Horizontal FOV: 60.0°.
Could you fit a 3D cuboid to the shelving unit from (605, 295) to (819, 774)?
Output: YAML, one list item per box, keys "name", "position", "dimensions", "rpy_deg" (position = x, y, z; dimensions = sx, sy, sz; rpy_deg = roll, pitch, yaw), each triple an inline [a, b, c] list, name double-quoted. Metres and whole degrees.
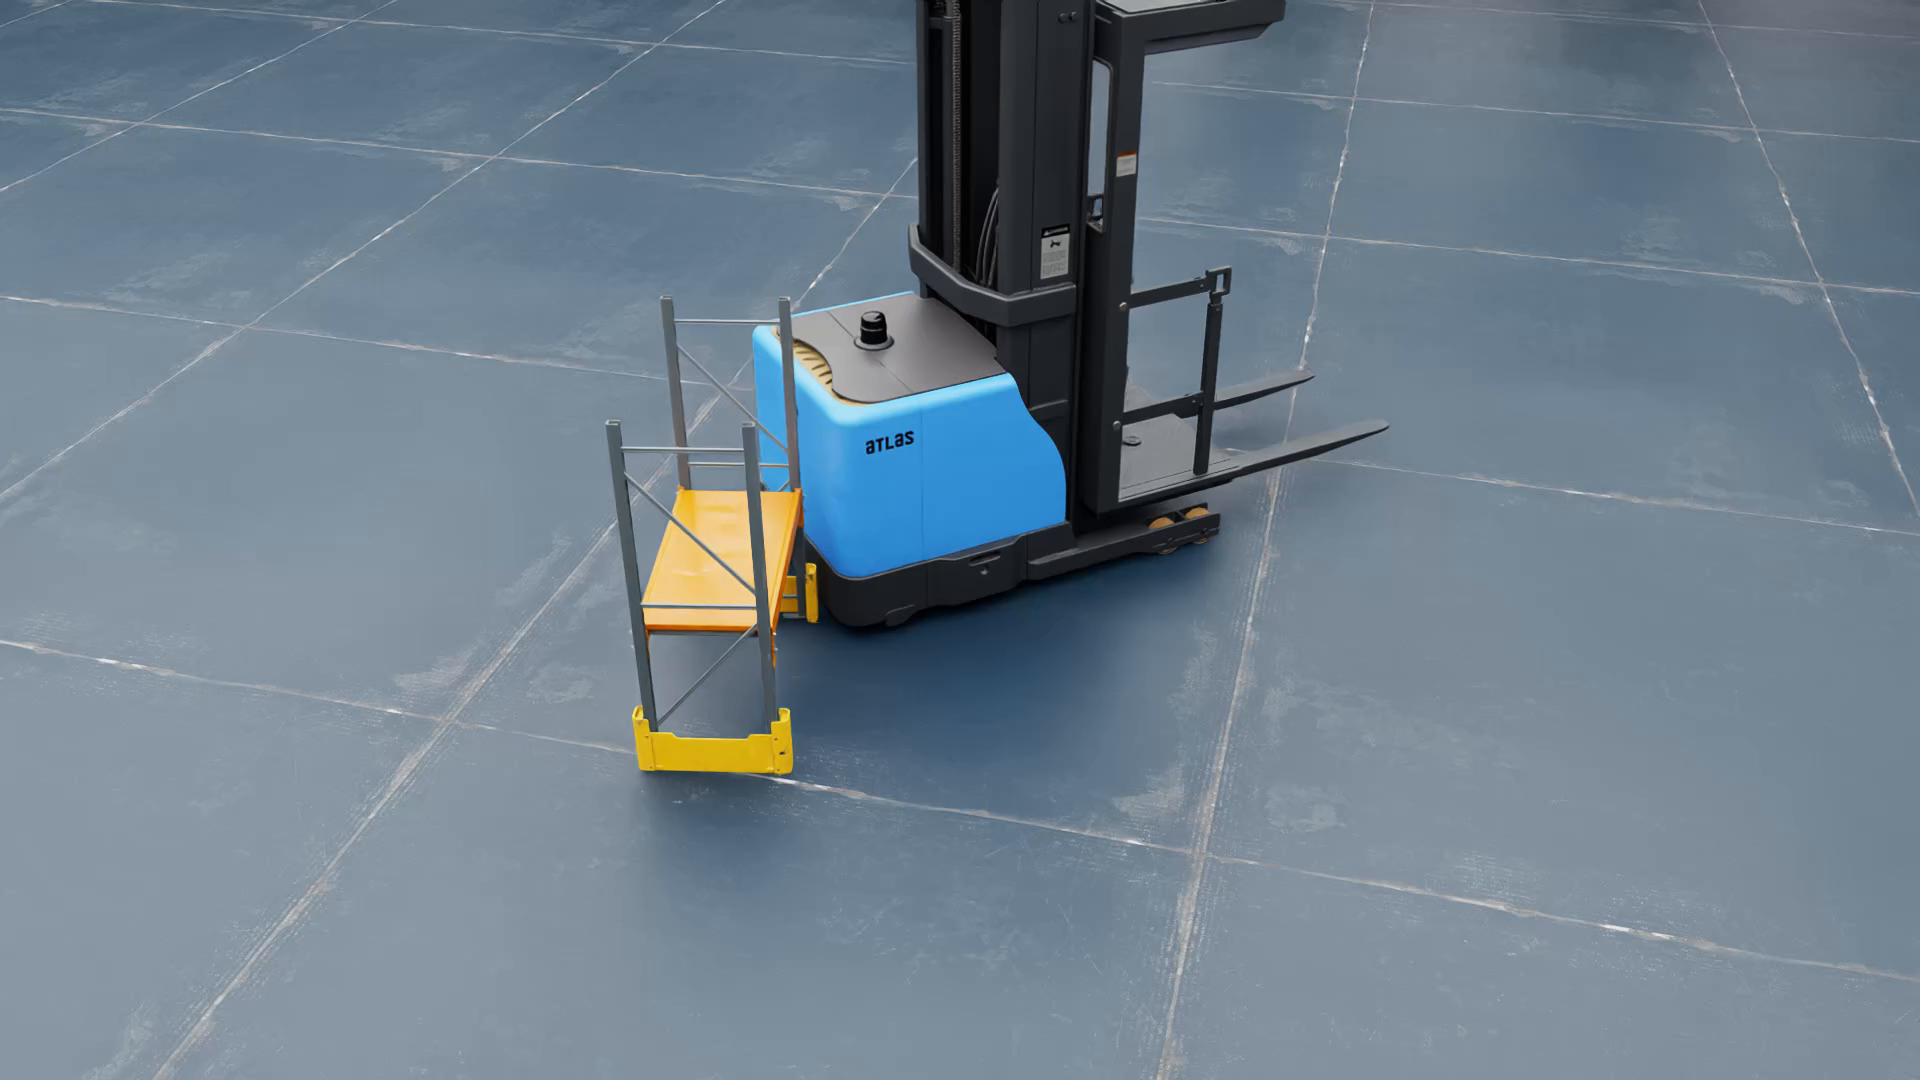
- name: "shelving unit"
  position: [-0.922, -0.035, 6.408]
  dimensions: [0.587, 1.500, 1.083]
  rpy_deg: [1, 32, 1]

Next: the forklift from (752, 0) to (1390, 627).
- name: "forklift"
  position: [0.633, -1.409, 7.234]
  dimensions: [3.031, 2.935, 1.130]
  rpy_deg: [-15, 36, -23]

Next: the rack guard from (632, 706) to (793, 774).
- name: "rack guard"
  position: [-0.936, 0.759, 6.323]
  dimensions: [0.587, 0.250, 0.087]
  rpy_deg: [1, 32, 1]

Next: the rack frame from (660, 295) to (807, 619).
- name: "rack frame"
  position: [-0.908, -0.303, 6.829]
  dimensions: [0.500, 1.500, 0.032]
  rpy_deg: [1, 32, 1]

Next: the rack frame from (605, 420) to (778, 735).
- name: "rack frame"
  position: [-0.937, 0.242, 5.971]
  dimensions: [0.500, 1.500, 0.032]
  rpy_deg: [1, 32, 1]

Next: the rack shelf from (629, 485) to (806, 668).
- name: "rack shelf"
  position: [-0.922, 0.121, 6.497]
  dimensions: [0.538, 0.185, 1.000]
  rpy_deg: [1, 32, 1]

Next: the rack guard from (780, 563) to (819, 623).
- name: "rack guard"
  position: [-0.908, 0.225, 7.163]
  dimensions: [0.587, 0.250, 0.087]
  rpy_deg: [1, 32, 1]
